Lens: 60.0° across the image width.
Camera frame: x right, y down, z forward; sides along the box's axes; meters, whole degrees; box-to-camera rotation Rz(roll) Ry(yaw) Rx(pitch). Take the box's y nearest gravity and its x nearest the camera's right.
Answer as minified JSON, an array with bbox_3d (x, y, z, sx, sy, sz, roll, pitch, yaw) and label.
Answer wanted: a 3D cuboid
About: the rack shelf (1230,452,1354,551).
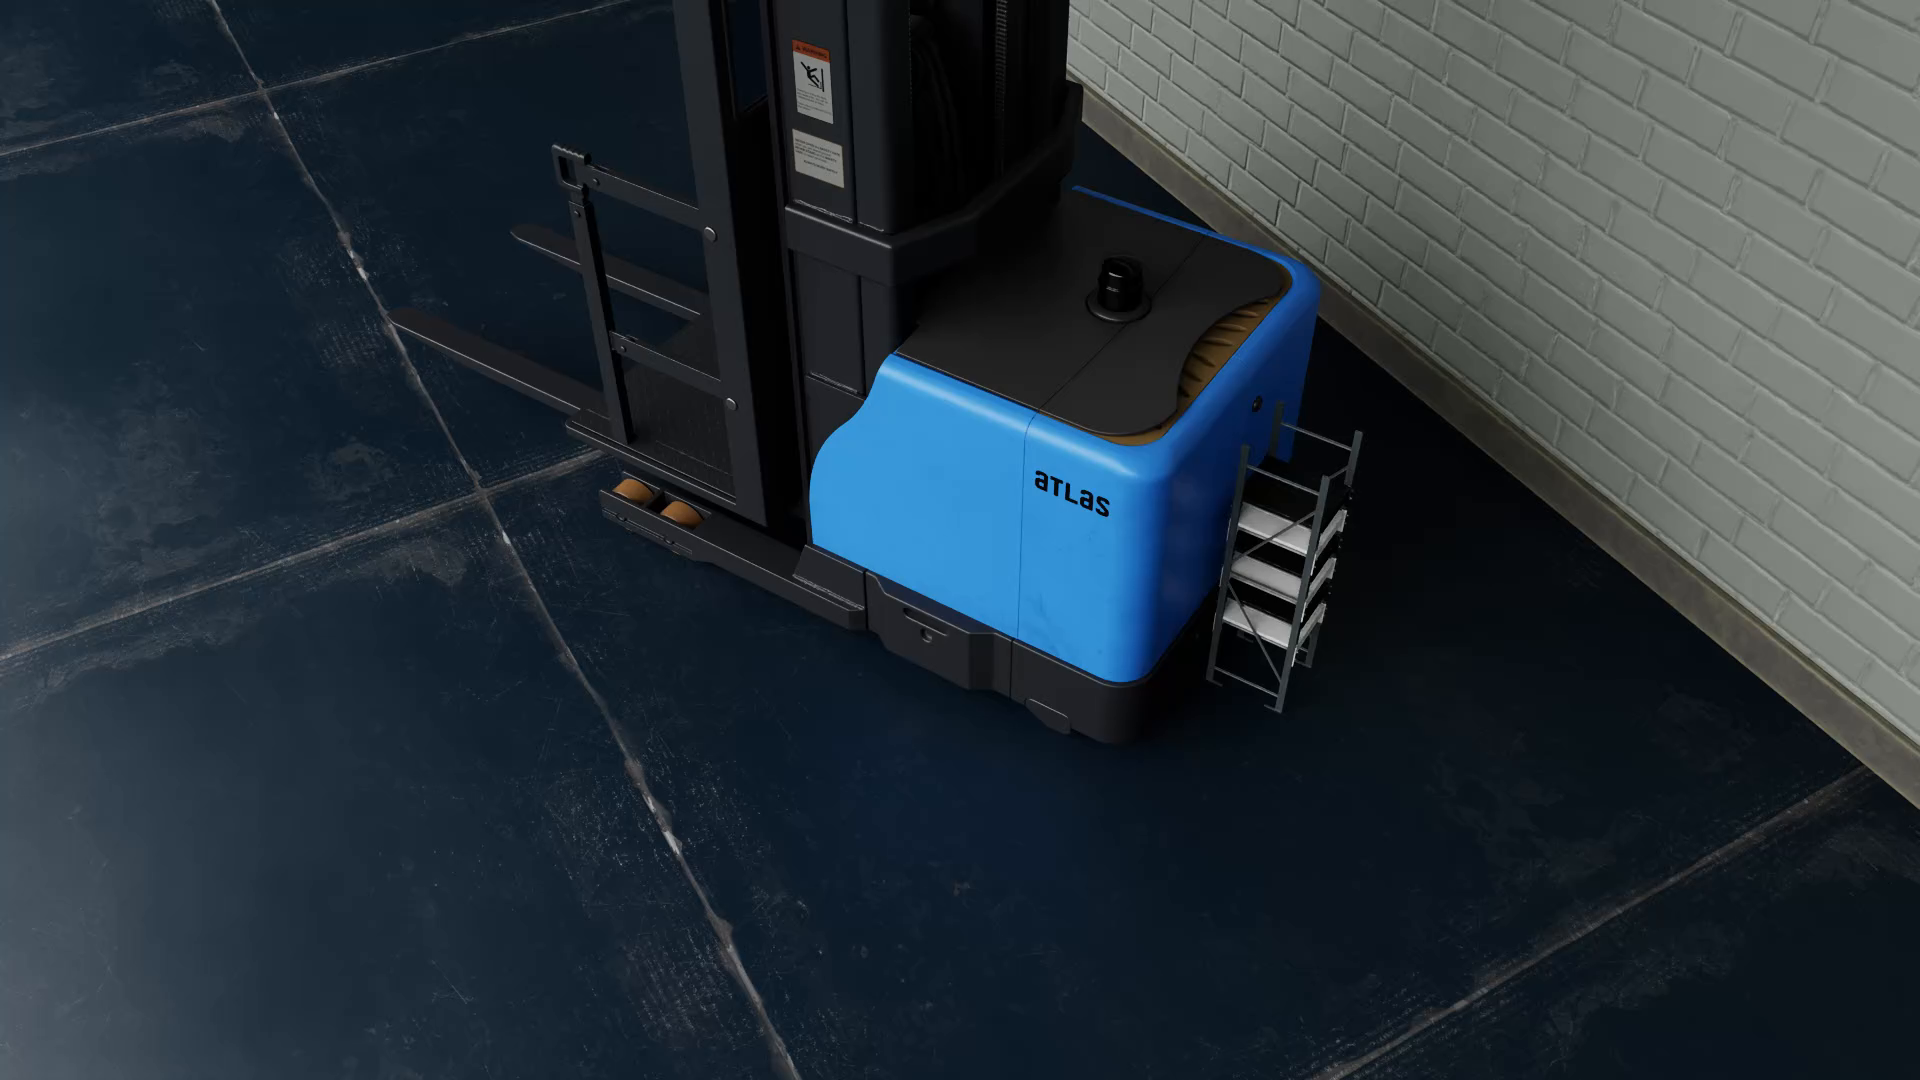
[{"bbox_3d":[0.871,-0.104,4.371,0.258,0.077,0.200,24,49,23],"label":"rack shelf"}]

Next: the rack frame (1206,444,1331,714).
[{"bbox_3d":[0.816,0.125,4.475,0.240,0.900,0.006,24,49,23],"label":"rack frame"}]

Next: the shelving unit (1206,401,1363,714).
[{"bbox_3d":[0.871,0.066,4.536,0.258,0.900,0.210,24,49,23],"label":"shelving unit"}]

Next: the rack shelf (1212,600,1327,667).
[{"bbox_3d":[0.871,0.219,4.685,0.258,0.077,0.200,24,49,23],"label":"rack shelf"}]

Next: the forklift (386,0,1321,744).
[{"bbox_3d":[-0.528,-1.289,4.474,3.031,2.935,1.130,24,49,23],"label":"forklift"}]

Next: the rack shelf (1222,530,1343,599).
[{"bbox_3d":[0.871,0.025,4.496,0.258,0.077,0.200,24,49,23],"label":"rack shelf"}]

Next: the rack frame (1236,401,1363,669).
[{"bbox_3d":[0.926,0.006,4.597,0.240,0.900,0.006,24,49,23],"label":"rack frame"}]

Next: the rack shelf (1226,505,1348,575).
[{"bbox_3d":[0.871,-0.039,4.434,0.258,0.077,0.200,24,49,23],"label":"rack shelf"}]

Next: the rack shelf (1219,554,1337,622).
[{"bbox_3d":[0.871,0.090,4.559,0.258,0.077,0.200,24,49,23],"label":"rack shelf"}]

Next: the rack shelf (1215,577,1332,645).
[{"bbox_3d":[0.871,0.154,4.622,0.258,0.077,0.200,24,49,23],"label":"rack shelf"}]
